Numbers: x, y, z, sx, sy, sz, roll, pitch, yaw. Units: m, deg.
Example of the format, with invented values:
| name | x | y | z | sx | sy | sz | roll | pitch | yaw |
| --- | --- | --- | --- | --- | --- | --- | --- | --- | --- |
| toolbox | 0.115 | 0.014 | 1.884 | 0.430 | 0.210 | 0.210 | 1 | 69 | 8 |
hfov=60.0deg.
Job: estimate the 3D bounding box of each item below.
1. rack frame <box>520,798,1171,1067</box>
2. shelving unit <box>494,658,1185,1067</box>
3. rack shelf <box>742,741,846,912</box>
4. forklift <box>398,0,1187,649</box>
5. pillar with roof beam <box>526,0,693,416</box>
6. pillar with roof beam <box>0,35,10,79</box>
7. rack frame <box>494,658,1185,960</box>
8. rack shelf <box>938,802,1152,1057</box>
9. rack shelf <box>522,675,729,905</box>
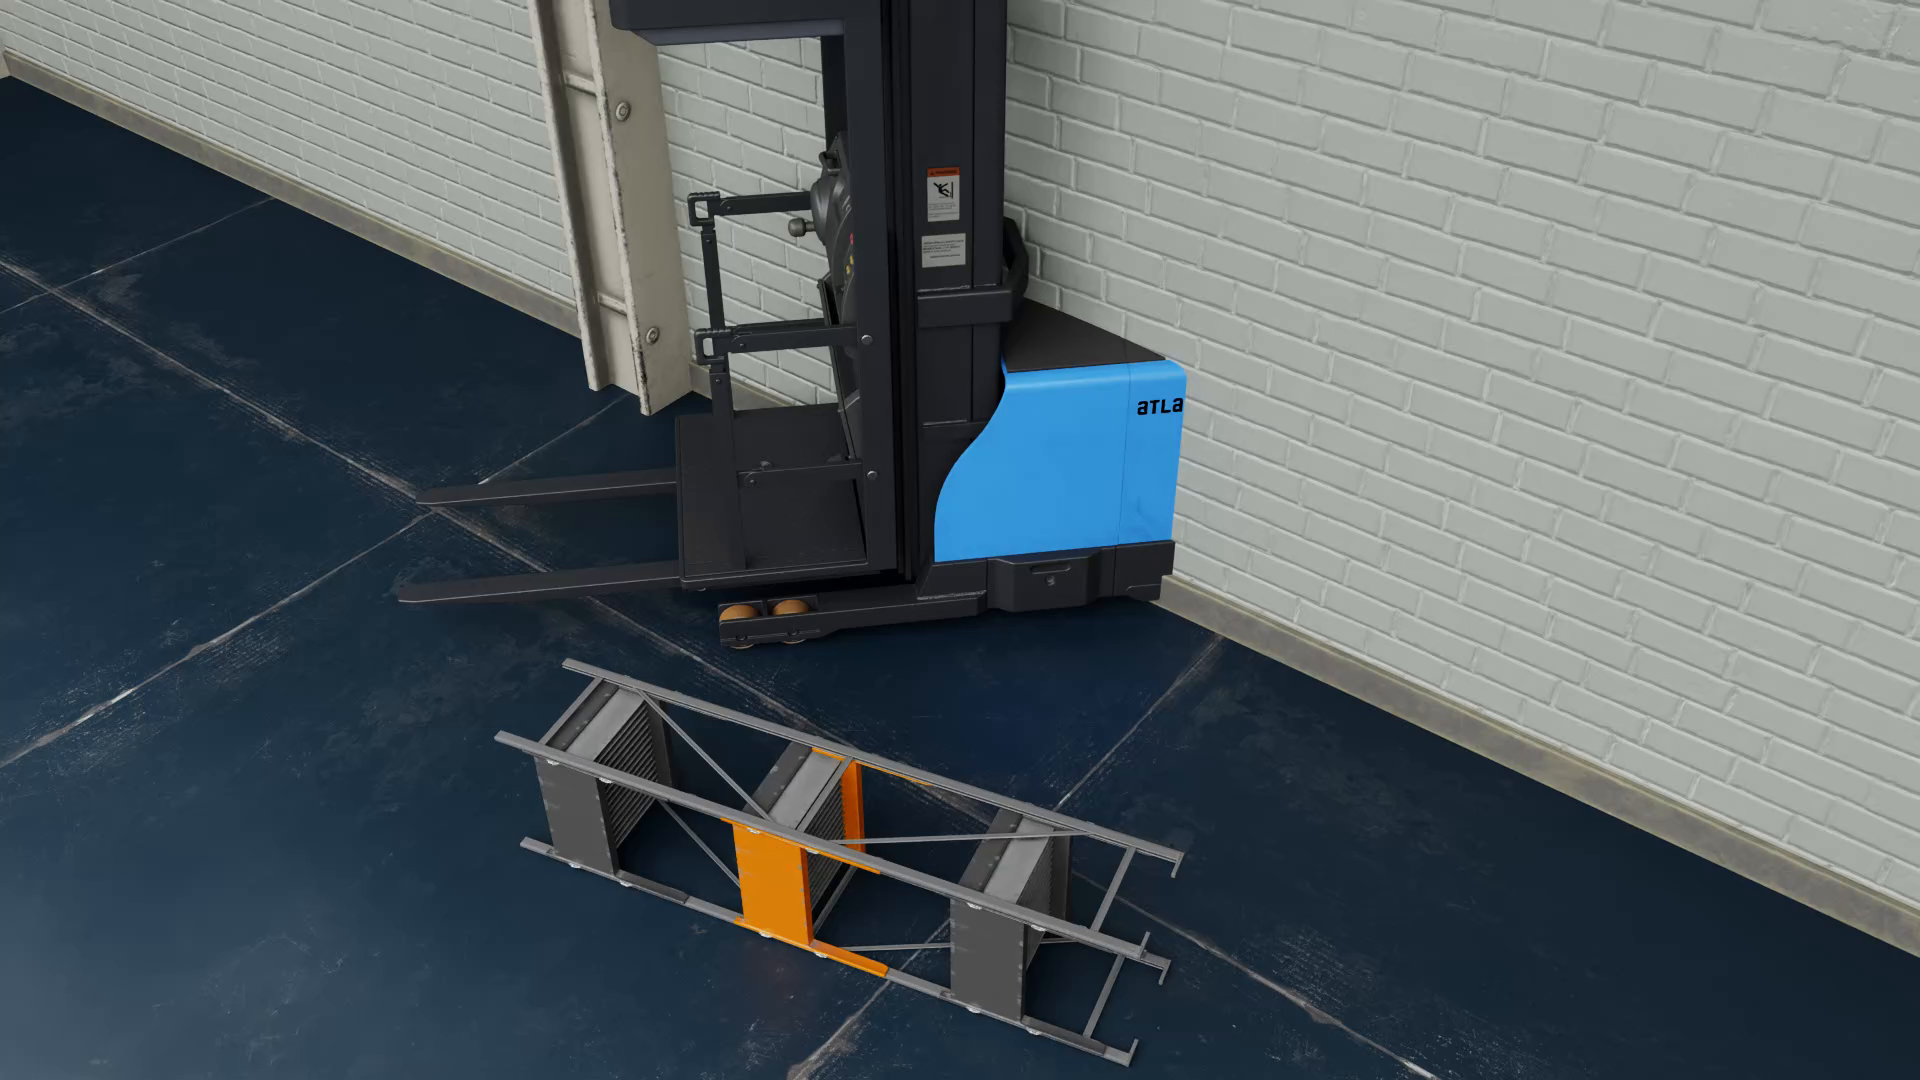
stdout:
| name | x | y | z | sx | sy | sz | roll | pitch | yaw |
| --- | --- | --- | --- | --- | --- | --- | --- | --- | --- |
| rack frame | -0.398 | 1.144 | 5.265 | 2.100 | 0.015 | 0.400 | 15 | 40 | 18 |
| shelving unit | -0.398 | 0.952 | 5.115 | 2.100 | 0.503 | 0.431 | 15 | 40 | 18 |
| rack shelf | -0.511 | 0.922 | 5.154 | 0.174 | 0.457 | 0.368 | 15 | 40 | 18 |
| forklift | -0.617 | -1.097 | 5.773 | 3.031 | 2.935 | 1.130 | -5 | 38 | -7 |
| pillar with roof beam | -4.074 | -2.140 | 2.183 | 0.400 | 9.000 | 9.100 | 25 | 45 | 29 |
| pillar with roof beam | -8.840 | -4.387 | 5.053 | 0.400 | 9.000 | 9.100 | 25 | 45 | 29 |
| rack frame | -0.398 | 0.760 | 4.965 | 2.100 | 0.015 | 0.400 | 15 | 40 | 18 |
| rack shelf | 0.257 | 1.127 | 4.892 | 0.518 | 0.480 | 0.431 | 15 | 40 | 18 |
| rack shelf | -1.028 | 0.784 | 5.330 | 0.518 | 0.480 | 0.431 | 15 | 40 | 18 |
